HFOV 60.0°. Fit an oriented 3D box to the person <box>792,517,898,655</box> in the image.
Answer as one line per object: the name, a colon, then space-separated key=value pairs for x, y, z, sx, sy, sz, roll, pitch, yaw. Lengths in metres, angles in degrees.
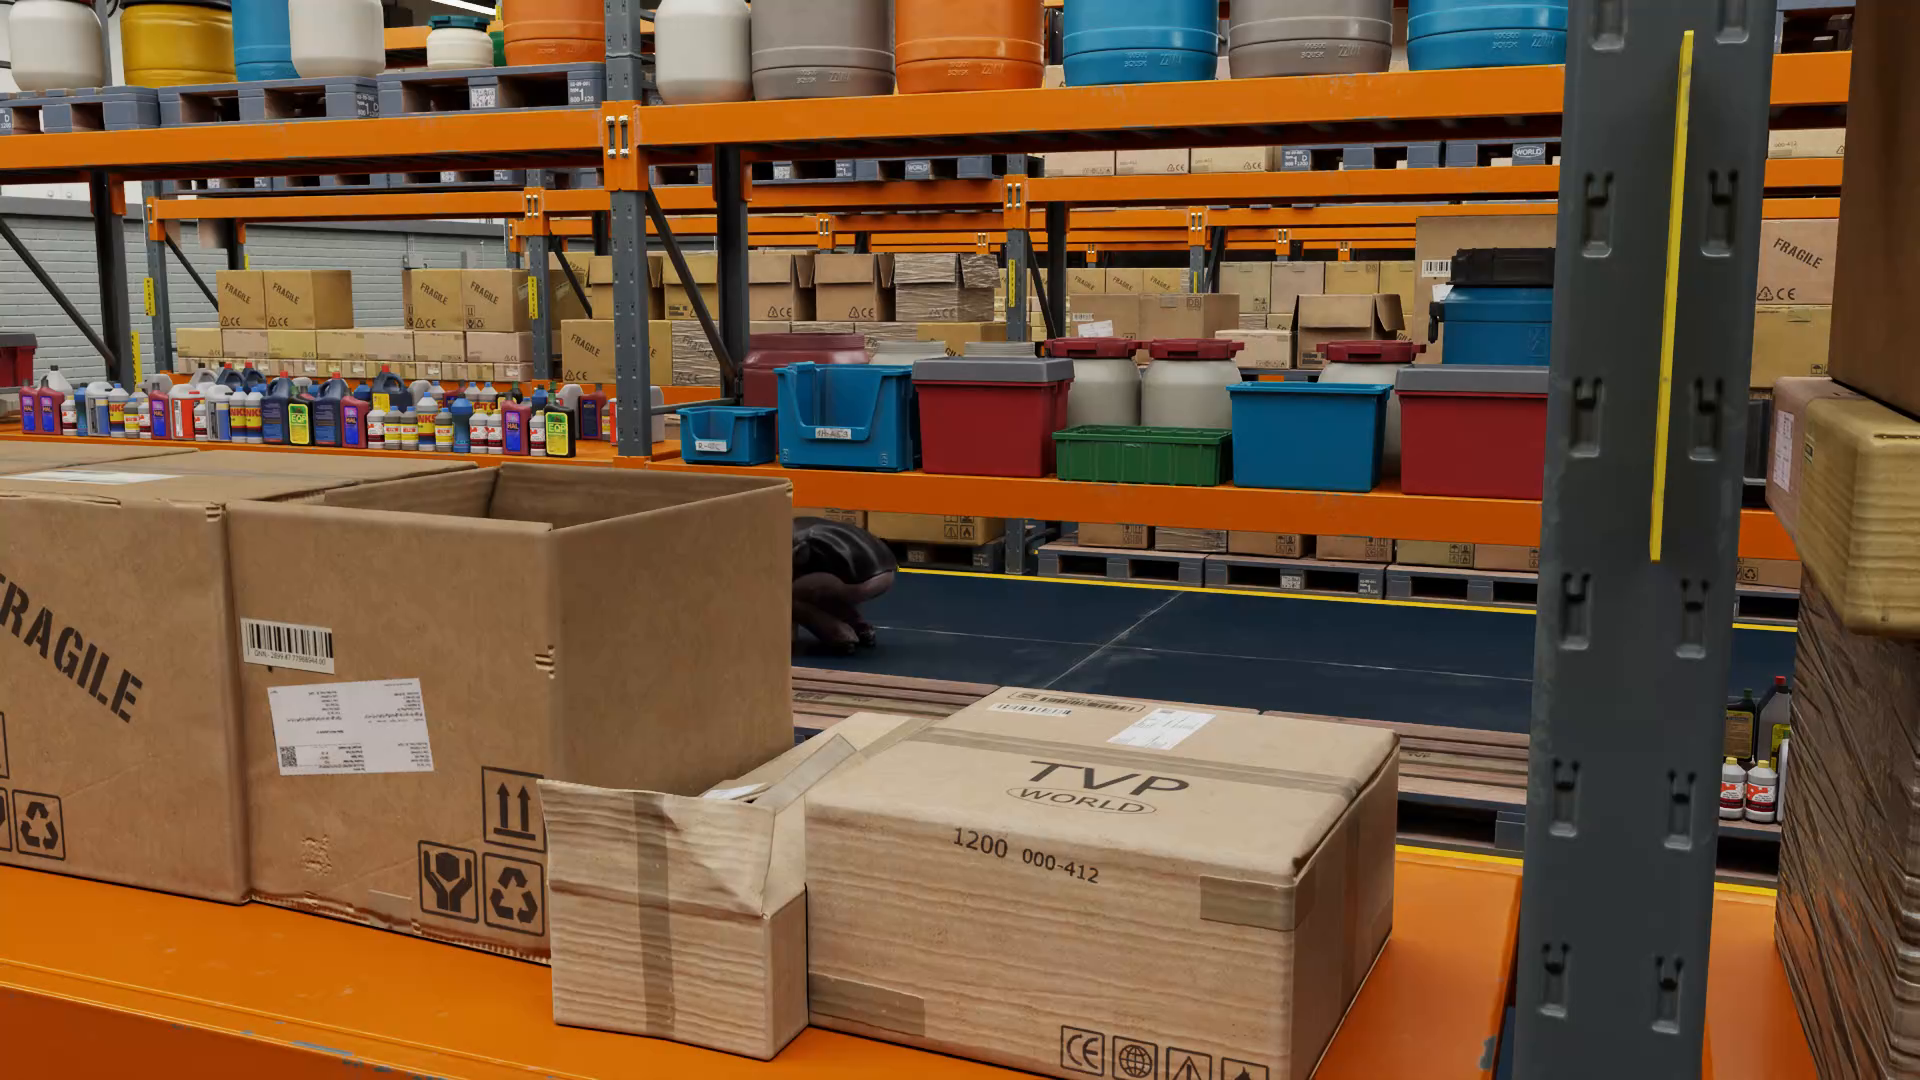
person: x=-0.829 y=0.275 z=9.534 sx=0.924 sy=0.815 sz=0.516 roll=3 pitch=9 yaw=20
